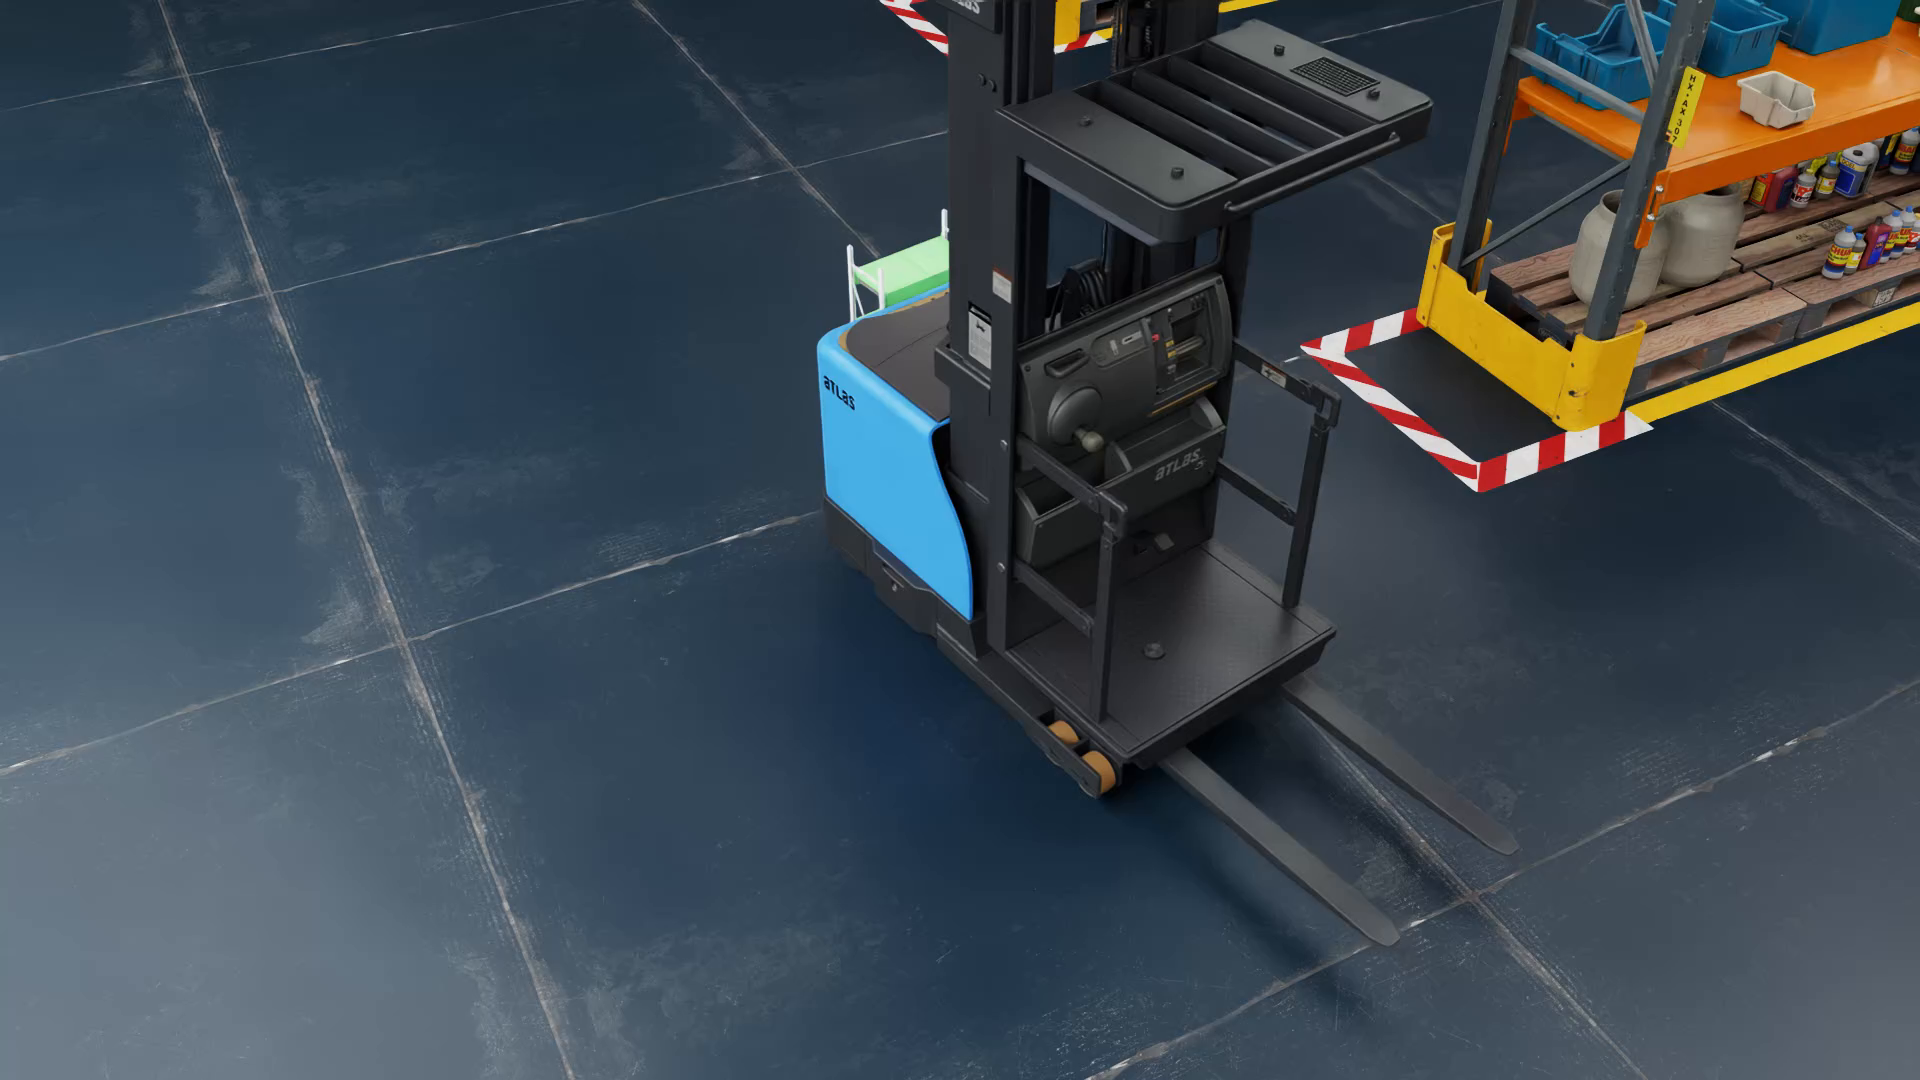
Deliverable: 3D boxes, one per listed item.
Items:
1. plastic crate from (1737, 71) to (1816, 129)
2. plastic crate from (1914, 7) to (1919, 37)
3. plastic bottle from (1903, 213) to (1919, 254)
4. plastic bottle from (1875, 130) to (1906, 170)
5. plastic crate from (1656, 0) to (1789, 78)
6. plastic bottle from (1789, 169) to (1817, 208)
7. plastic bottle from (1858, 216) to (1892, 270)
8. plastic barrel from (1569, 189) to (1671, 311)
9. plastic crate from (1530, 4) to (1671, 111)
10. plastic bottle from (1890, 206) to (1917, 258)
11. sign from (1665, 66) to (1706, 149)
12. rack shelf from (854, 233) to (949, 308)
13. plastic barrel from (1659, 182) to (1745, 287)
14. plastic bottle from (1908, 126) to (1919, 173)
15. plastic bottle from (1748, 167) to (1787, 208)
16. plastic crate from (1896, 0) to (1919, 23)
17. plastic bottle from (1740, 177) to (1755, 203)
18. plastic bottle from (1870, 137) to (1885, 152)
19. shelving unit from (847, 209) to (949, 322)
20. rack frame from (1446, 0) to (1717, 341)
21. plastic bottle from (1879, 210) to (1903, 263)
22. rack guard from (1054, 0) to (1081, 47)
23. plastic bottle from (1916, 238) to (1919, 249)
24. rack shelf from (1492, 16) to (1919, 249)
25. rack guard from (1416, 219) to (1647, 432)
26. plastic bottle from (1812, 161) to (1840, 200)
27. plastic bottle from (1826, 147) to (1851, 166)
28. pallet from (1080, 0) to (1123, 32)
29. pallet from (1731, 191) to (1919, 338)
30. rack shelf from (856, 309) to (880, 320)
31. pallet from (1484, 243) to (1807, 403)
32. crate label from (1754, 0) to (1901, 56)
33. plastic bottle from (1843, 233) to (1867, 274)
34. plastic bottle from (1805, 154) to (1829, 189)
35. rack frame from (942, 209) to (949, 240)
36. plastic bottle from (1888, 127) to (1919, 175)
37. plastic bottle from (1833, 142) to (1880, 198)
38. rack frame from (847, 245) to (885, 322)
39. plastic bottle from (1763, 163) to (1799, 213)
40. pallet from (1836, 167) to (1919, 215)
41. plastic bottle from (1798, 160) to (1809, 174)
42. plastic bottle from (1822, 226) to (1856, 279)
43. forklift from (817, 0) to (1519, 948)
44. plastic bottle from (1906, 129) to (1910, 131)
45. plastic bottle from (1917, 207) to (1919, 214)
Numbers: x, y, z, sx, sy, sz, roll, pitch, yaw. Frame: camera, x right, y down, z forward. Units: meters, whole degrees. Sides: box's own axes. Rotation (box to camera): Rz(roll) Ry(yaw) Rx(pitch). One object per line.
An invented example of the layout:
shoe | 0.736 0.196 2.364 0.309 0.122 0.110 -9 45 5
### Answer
plastic crate | 3.656 -1.959 7.447 0.250 0.136 0.298 -19 44 -21
plastic crate | 4.938 -2.440 8.016 0.437 0.136 0.530 -19 44 -21
plastic bottle | 4.947 -1.601 8.645 0.097 0.201 0.097 0 40 0
plastic bottle | 5.187 -2.268 9.318 0.185 0.351 0.144 -20 44 -22
plastic crate | 3.598 -2.432 7.916 0.408 0.251 0.499 -19 44 -21
plastic bottle | 4.574 -1.911 9.012 0.097 0.201 0.097 0 40 0
plastic bottle | 4.675 -1.528 8.495 0.133 0.283 0.061 -18 43 -20
plastic barrel | 3.262 -1.428 8.216 0.421 0.512 0.421 0 40 0
plastic crate | 3.020 -2.241 7.691 0.616 0.251 0.499 -19 44 -21
plastic bottle | 4.859 -1.598 8.588 0.097 0.271 0.097 0 40 0
sign | 2.964 -1.766 6.801 0.005 0.325 0.100 -19 44 -21
rack shelf | -0.191 -1.102 6.979 0.480 0.148 0.258 -27 47 -28
plastic barrel | 3.707 -1.578 8.393 0.421 0.512 0.421 0 40 0
plastic bottle | 5.421 -2.242 9.287 0.185 0.351 0.144 -19 44 -21
plastic bottle | 4.377 -1.964 9.016 0.135 0.276 0.152 -18 44 -20
plastic crate | 4.927 -2.847 8.455 0.662 0.188 0.450 -19 44 -21
plastic bottle | 4.236 -1.953 8.997 0.133 0.283 0.061 -18 43 -20
plastic bottle | 5.073 -2.173 9.266 0.097 0.271 0.097 0 40 0
shelving unit | -0.191 -0.784 7.248 0.503 1.200 0.258 -27 47 -28
rack frame | 2.714 -1.977 7.264 0.127 3.000 1.000 -19 44 -21
plastic bottle | 4.770 -1.568 8.552 0.097 0.271 0.097 0 40 0
rack guard | 0.408 -3.855 11.418 0.348 0.500 1.175 -19 44 -21
plastic bottle | 5.038 -1.659 8.659 0.097 0.271 0.097 0 40 0
rack shelf | 4.488 -2.299 8.202 4.000 0.370 1.077 -19 44 -21
rack guard | 2.760 -1.073 8.130 0.348 0.500 1.175 -19 44 -21
plastic bottle | 4.739 -1.973 9.084 0.097 0.201 0.097 0 40 0
plastic bottle | 4.810 -2.141 9.168 0.185 0.351 0.144 -19 44 -21
pallet | 1.088 -4.005 11.817 1.213 0.211 1.003 -19 44 -21
pallet | 4.563 -1.563 8.933 1.213 0.211 1.003 -19 44 -21
rack shelf | -0.191 -0.919 7.134 0.480 0.148 0.258 -27 47 -28
pallet | 3.483 -1.202 8.506 1.213 0.211 1.003 -19 44 -21
crate label | 4.221 -2.695 8.085 0.616 0.435 0.502 -19 44 -21
plastic bottle | 4.558 -1.470 8.491 0.097 0.201 0.097 0 40 0
plastic bottle | 4.645 -2.086 9.102 0.185 0.351 0.144 -17 43 -19
rack frame | 0.002 -0.881 7.362 0.015 1.200 0.240 -27 47 -28
plastic bottle | 5.281 -2.182 9.277 0.097 0.271 0.097 0 40 0
plastic bottle | 4.900 -2.035 9.101 0.135 0.276 0.152 -19 44 -21
rack frame | -0.384 -0.688 7.134 0.015 1.200 0.240 -27 47 -28
plastic bottle | 4.426 -1.906 8.942 0.133 0.283 0.061 -19 44 -21
pallet | 5.647 -1.930 9.367 1.213 0.211 1.003 -19 44 -21
plastic bottle | 4.500 -2.006 9.065 0.135 0.276 0.152 -20 44 -22
plastic bottle | 4.466 -1.466 8.432 0.097 0.271 0.097 0 40 0
forklift | 0.718 -0.541 5.620 1.130 2.935 3.031 -27 47 -28
plastic bottle | 5.354 -2.325 9.384 0.185 0.351 0.144 -17 43 -20
plastic bottle | 5.171 -1.806 8.823 0.133 0.283 0.061 -19 44 -21
